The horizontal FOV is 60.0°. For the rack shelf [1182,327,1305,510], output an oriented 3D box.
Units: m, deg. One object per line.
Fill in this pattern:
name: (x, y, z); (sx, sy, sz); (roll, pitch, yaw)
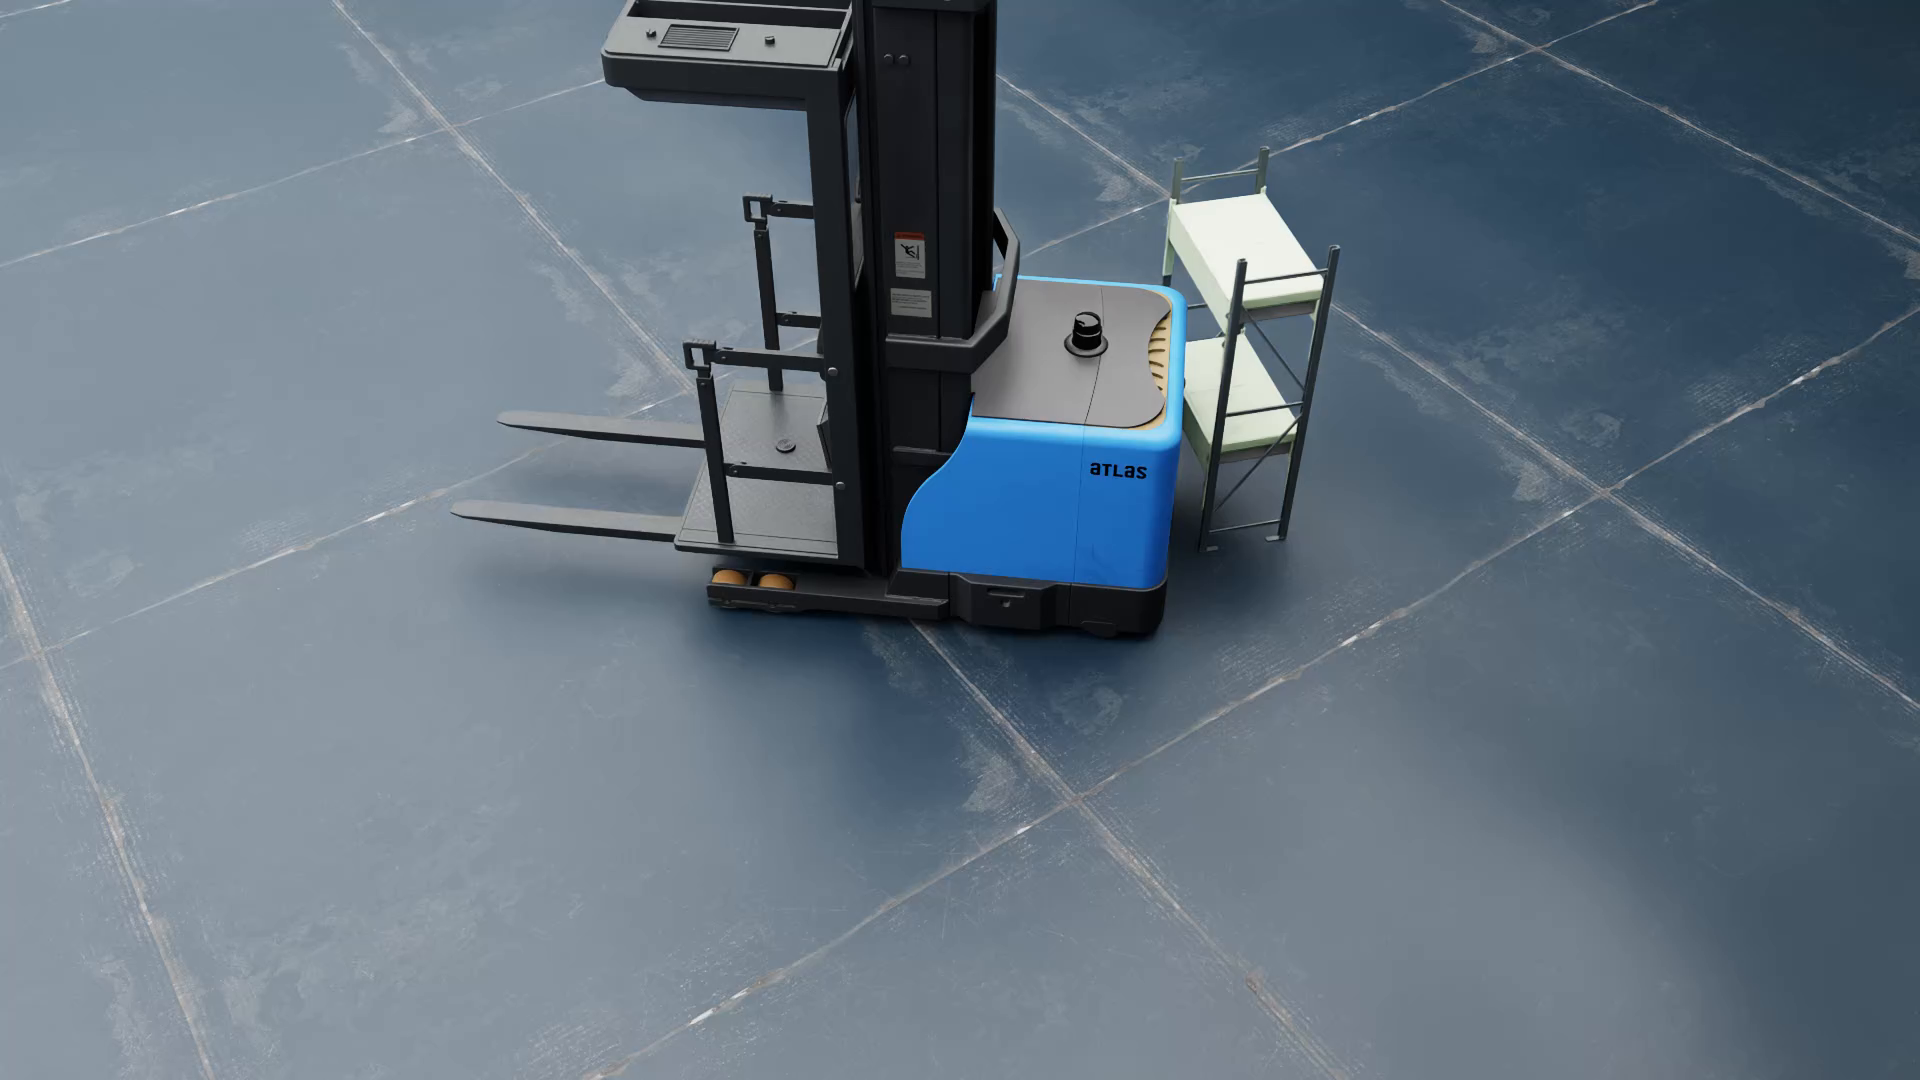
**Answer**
rack shelf: (1.140, -0.533, 7.185); (0.431, 0.370, 0.720); (-9, 44, -10)

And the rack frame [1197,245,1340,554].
rack frame: (1.224, -0.523, 6.702); (0.400, 1.500, 0.023); (-9, 44, -10)

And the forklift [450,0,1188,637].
forklift: (-0.619, -1.114, 6.286); (3.031, 2.935, 1.130); (5, 44, 5)

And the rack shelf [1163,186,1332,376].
rack shelf: (1.140, -1.051, 6.690); (0.431, 0.370, 0.720); (-9, 44, -10)

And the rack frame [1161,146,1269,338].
rack frame: (1.055, -1.015, 7.218); (0.400, 1.500, 0.023); (-9, 44, -10)

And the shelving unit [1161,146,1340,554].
shelving unit: (1.140, -0.769, 6.960); (0.431, 1.500, 0.755); (-9, 44, -10)
